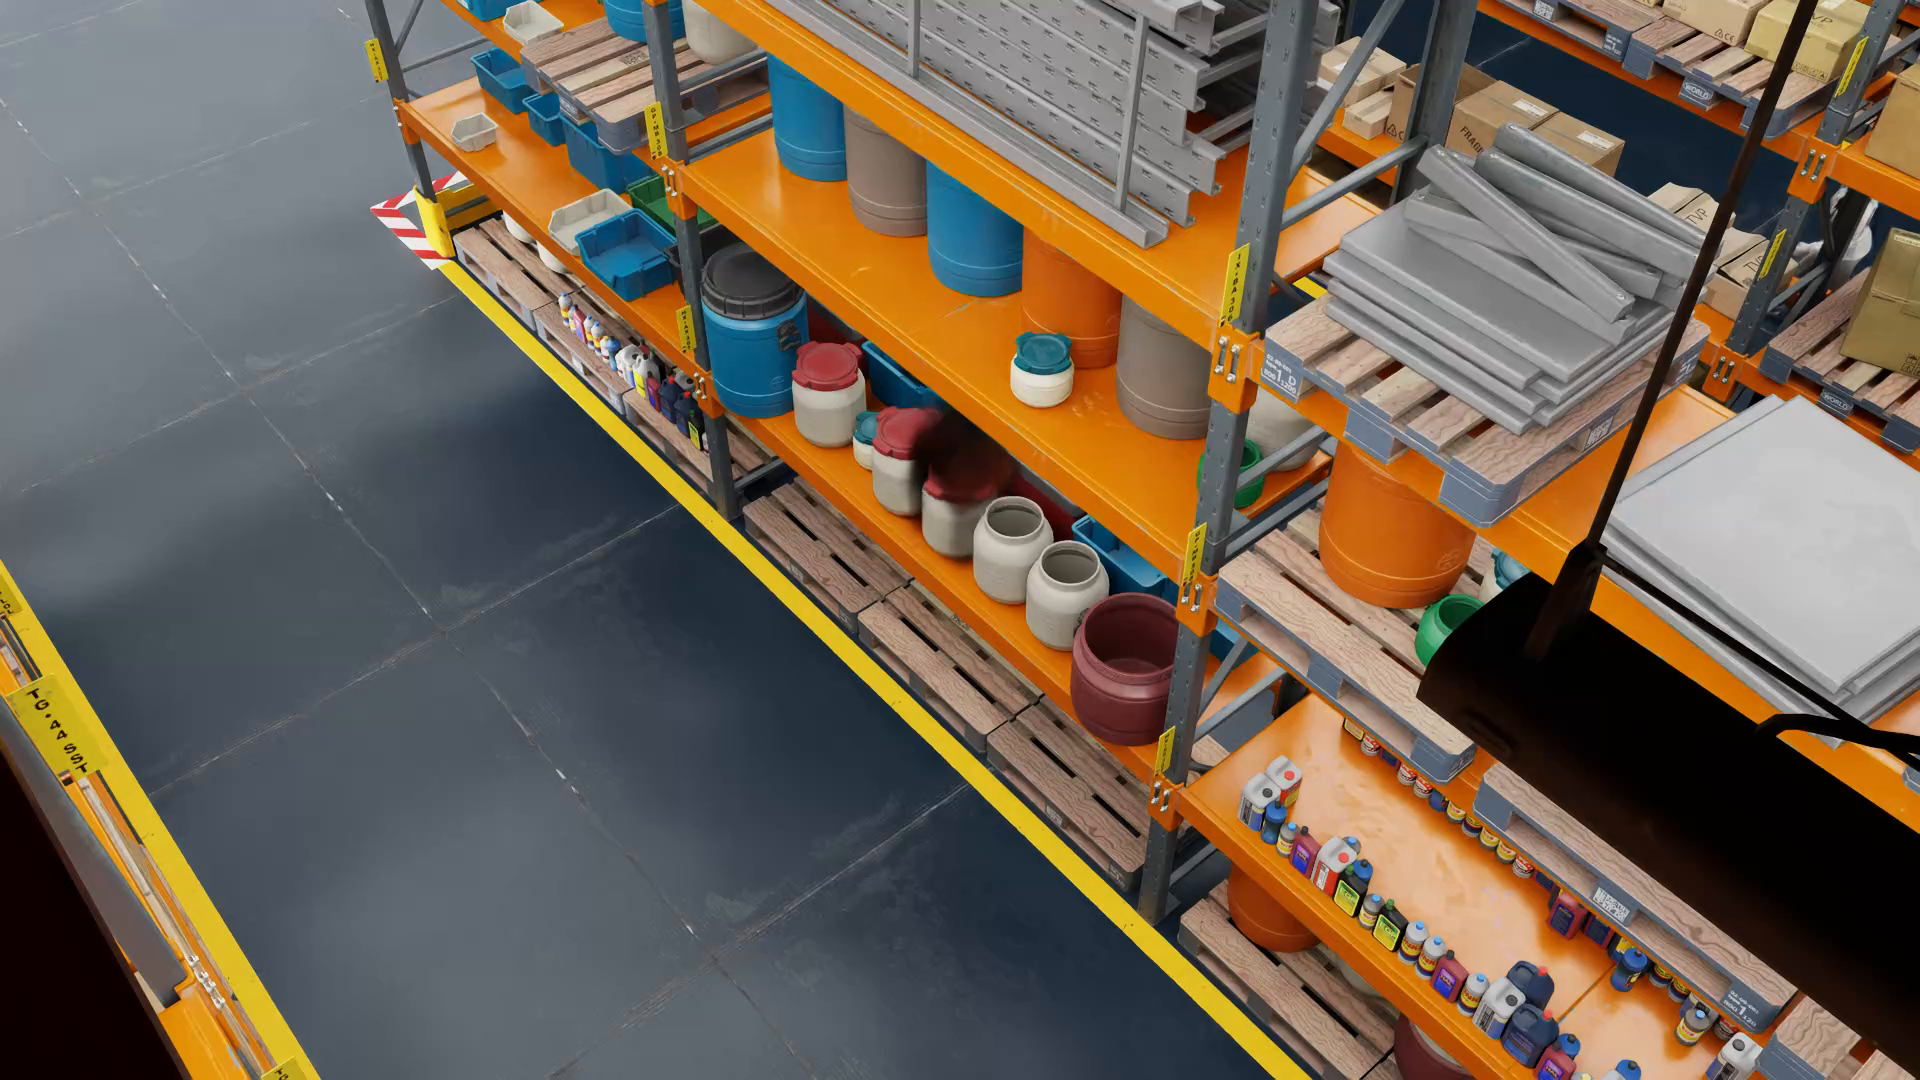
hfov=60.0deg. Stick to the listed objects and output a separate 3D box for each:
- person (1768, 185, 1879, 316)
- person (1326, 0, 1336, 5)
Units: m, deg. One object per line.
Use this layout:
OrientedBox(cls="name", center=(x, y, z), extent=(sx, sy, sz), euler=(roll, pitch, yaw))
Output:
OrientedBox(cls="person", center=(6.225, -2.055, 11.824), extent=(0.692, 1.654, 0.958), euler=(-30, 53, -25))
OrientedBox(cls="person", center=(3.225, -4.999, 14.498), extent=(0.542, 1.758, 0.602), euler=(-5, 47, -5))
